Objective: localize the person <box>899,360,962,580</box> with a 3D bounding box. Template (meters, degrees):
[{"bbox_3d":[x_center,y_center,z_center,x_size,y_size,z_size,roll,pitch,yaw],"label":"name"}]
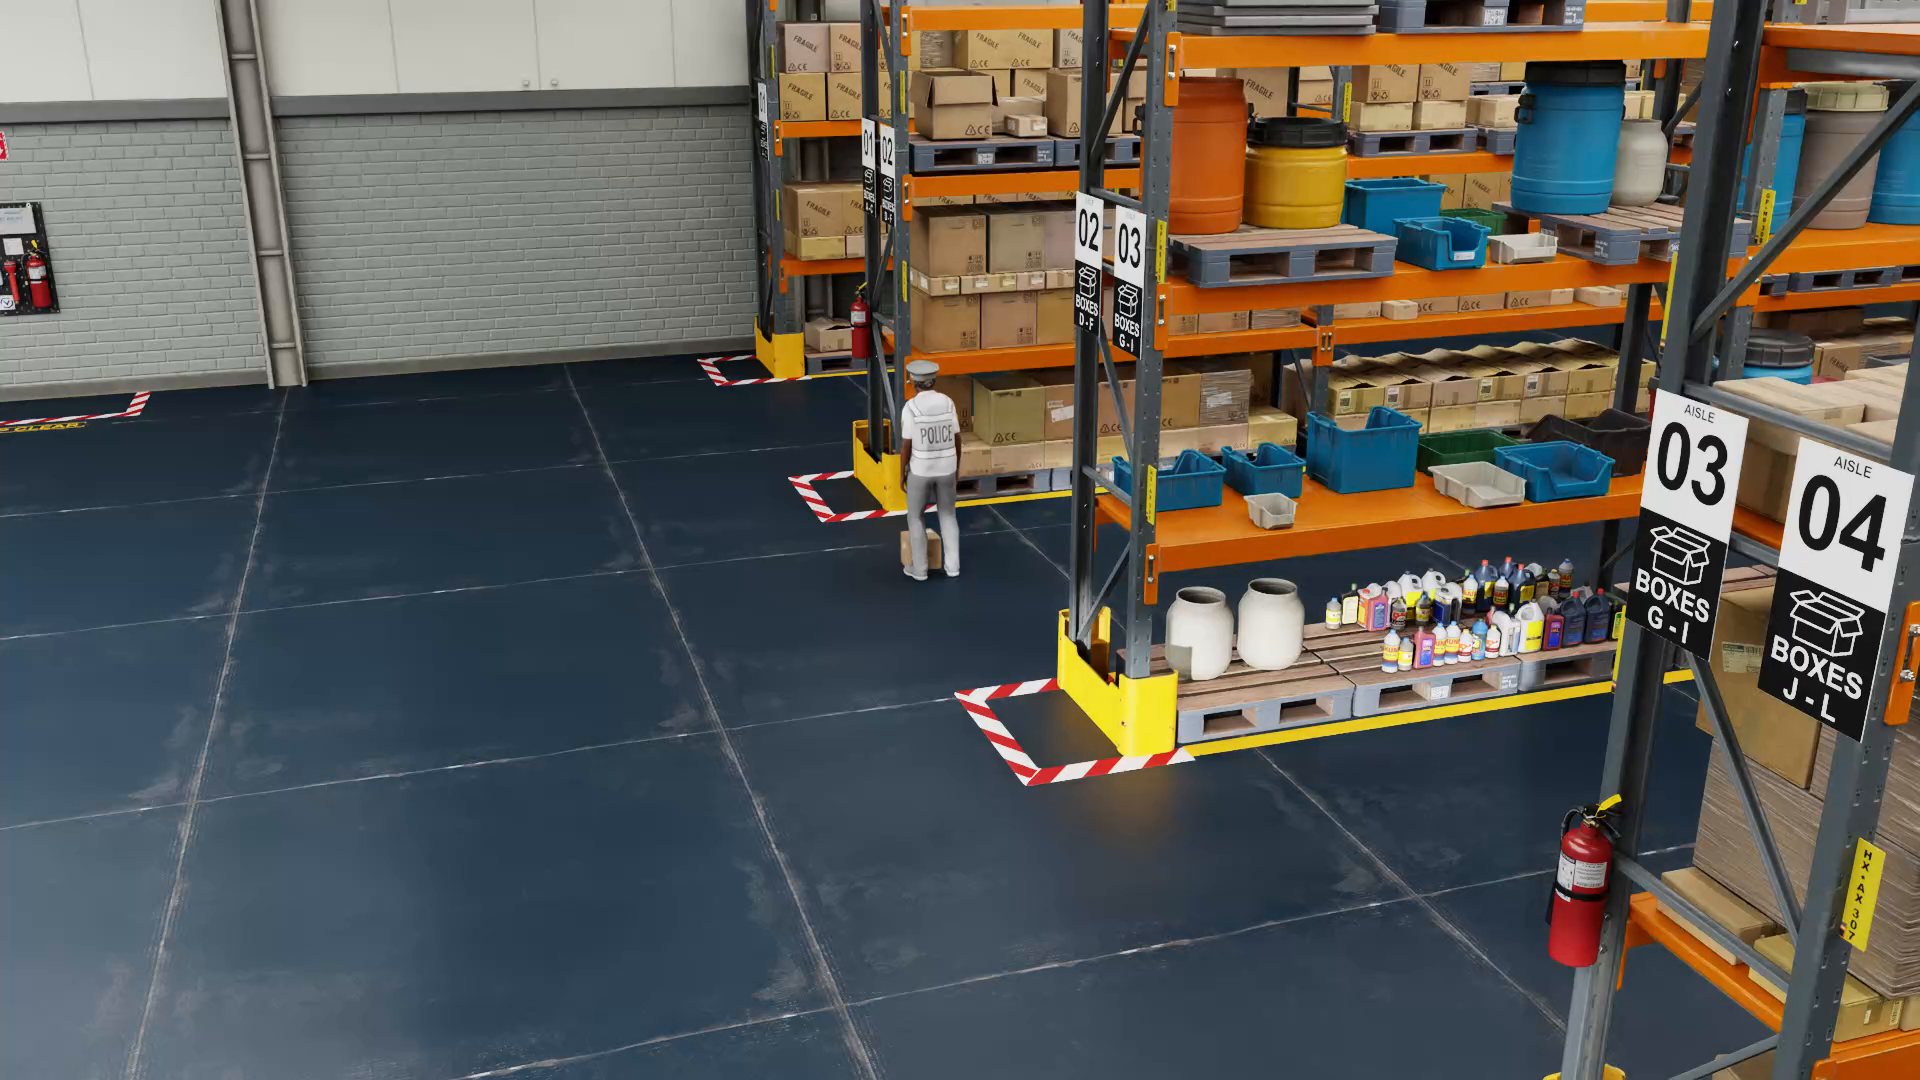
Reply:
[{"bbox_3d":[-0.218,-0.512,12.531,0.515,1.655,0.397,-7,21,-20],"label":"person"}]
